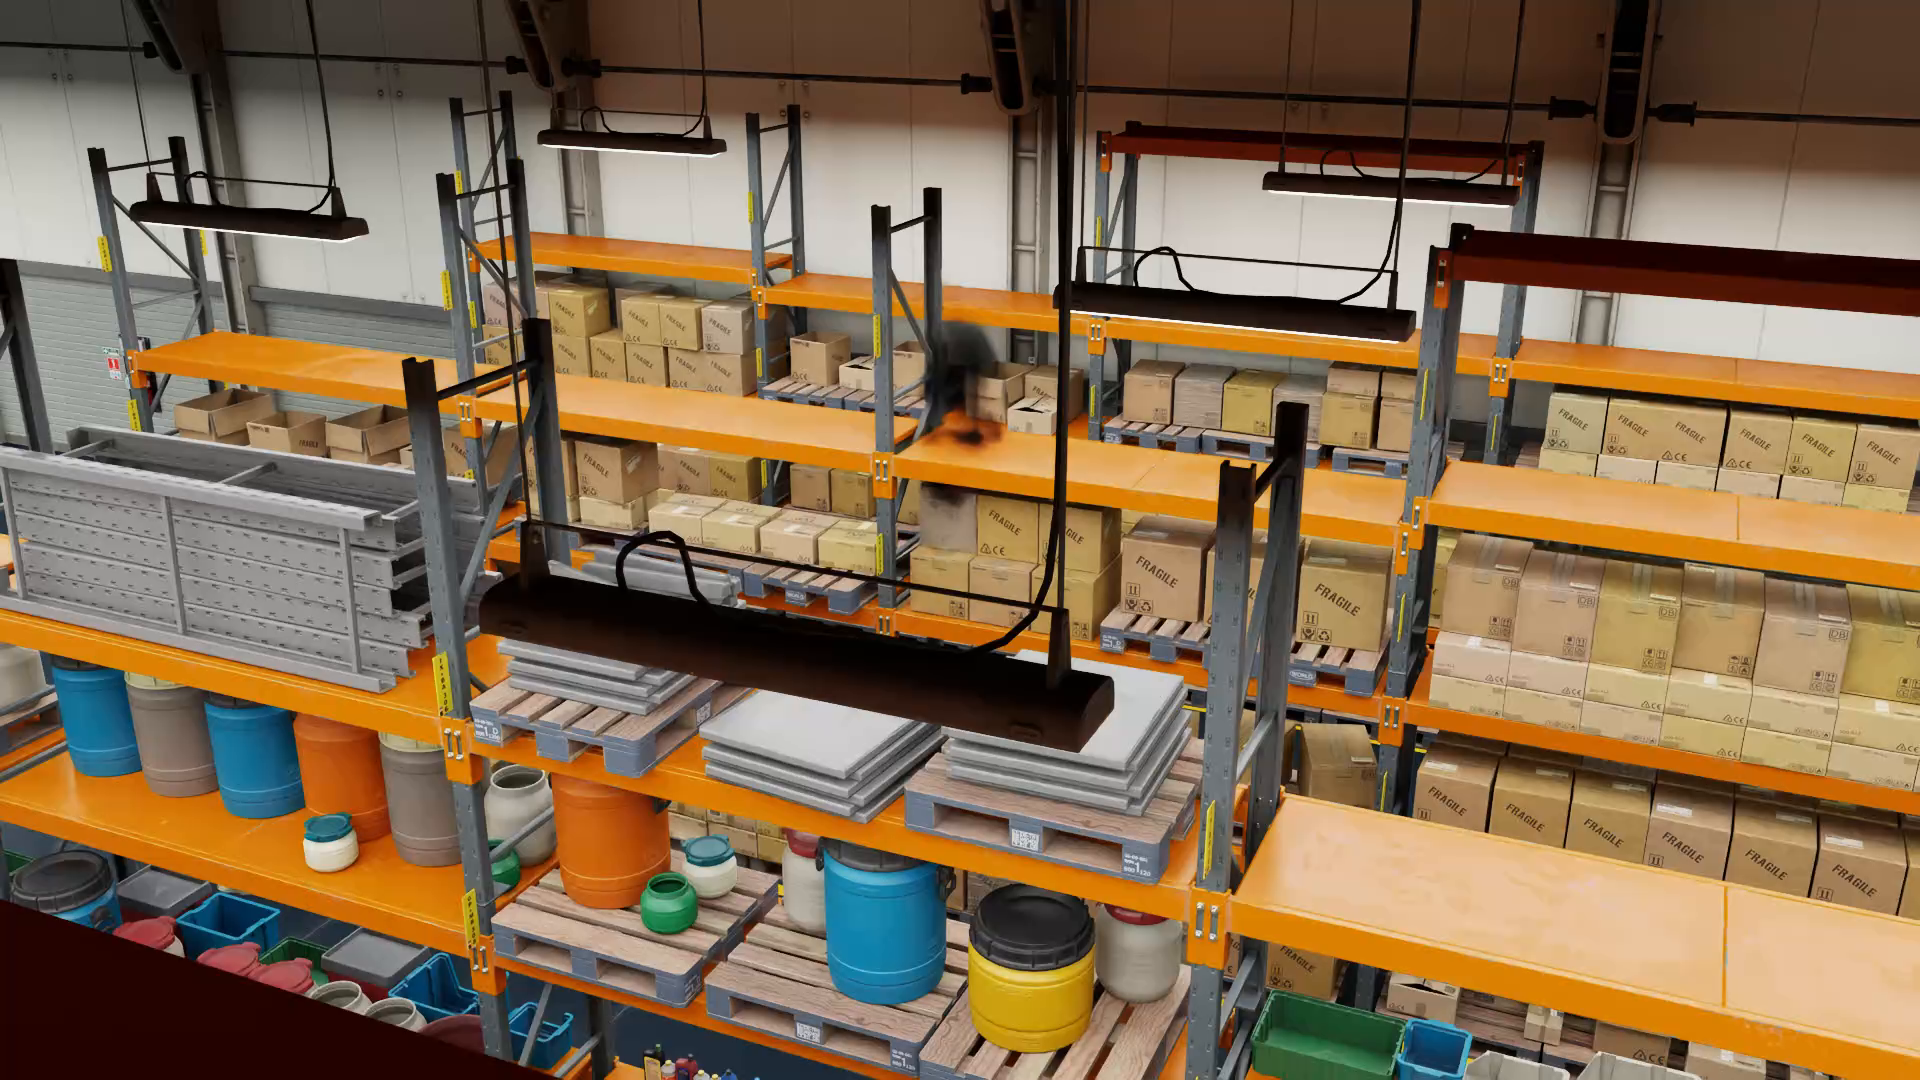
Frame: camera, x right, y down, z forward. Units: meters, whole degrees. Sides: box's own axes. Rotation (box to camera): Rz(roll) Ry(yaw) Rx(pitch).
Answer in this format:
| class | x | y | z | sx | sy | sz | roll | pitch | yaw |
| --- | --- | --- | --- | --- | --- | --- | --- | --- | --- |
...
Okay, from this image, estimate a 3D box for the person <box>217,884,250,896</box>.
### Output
| class | x | y | z | sx | sy | sz | roll | pitch | yaw |
| --- | --- | --- | --- | --- | --- | --- | --- | --- | --- |
| person | -6.190 | 2.292 | 14.161 | 0.689 | 1.735 | 0.724 | 6 | 21 | 15 |
